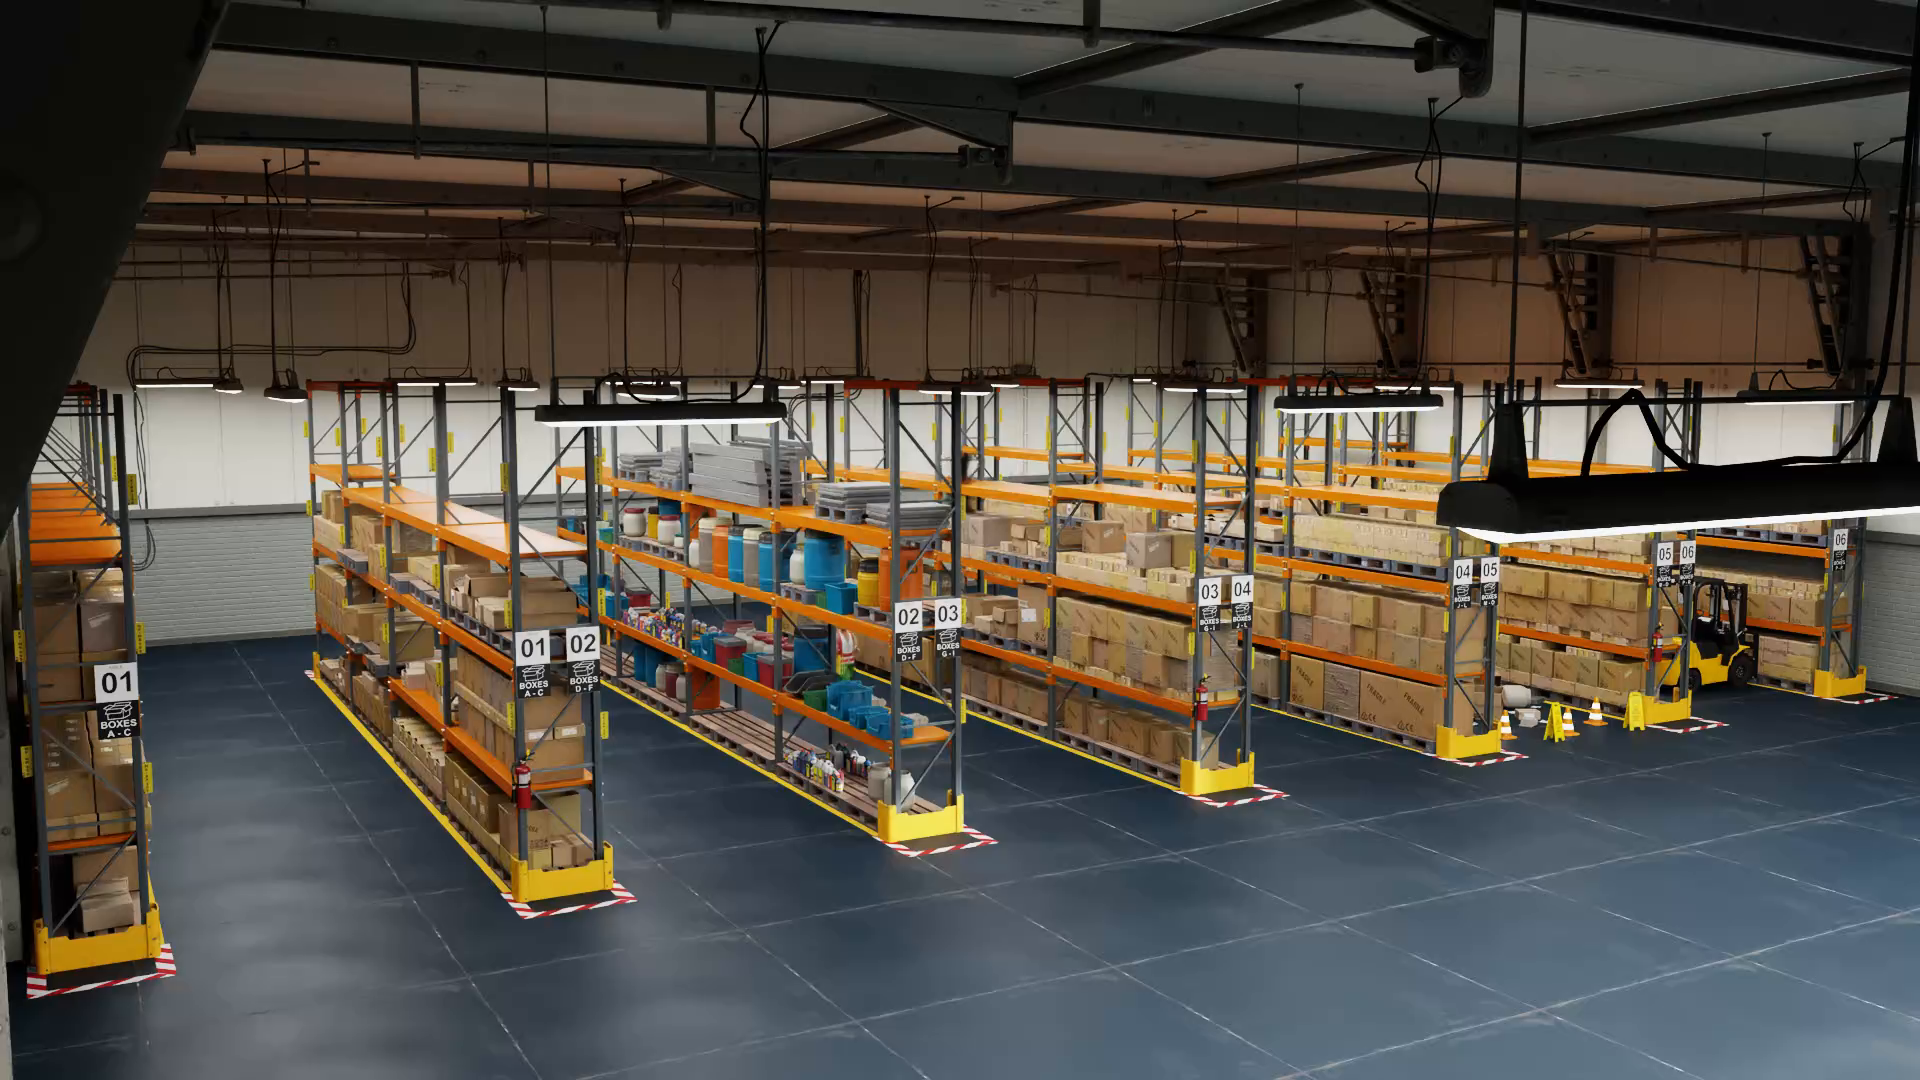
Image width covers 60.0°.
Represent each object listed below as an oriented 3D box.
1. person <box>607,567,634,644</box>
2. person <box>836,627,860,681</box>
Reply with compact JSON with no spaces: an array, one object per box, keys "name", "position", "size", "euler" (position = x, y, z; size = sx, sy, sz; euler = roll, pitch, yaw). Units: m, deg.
[{"name":"person","position":[-7.615,1.498,37.298],"size":[0.859,1.820,0.711],"euler":[0,6,-3]},{"name":"person","position":[-2.080,2.251,30.020],"size":[0.643,1.779,0.694],"euler":[-6,8,-43]}]
